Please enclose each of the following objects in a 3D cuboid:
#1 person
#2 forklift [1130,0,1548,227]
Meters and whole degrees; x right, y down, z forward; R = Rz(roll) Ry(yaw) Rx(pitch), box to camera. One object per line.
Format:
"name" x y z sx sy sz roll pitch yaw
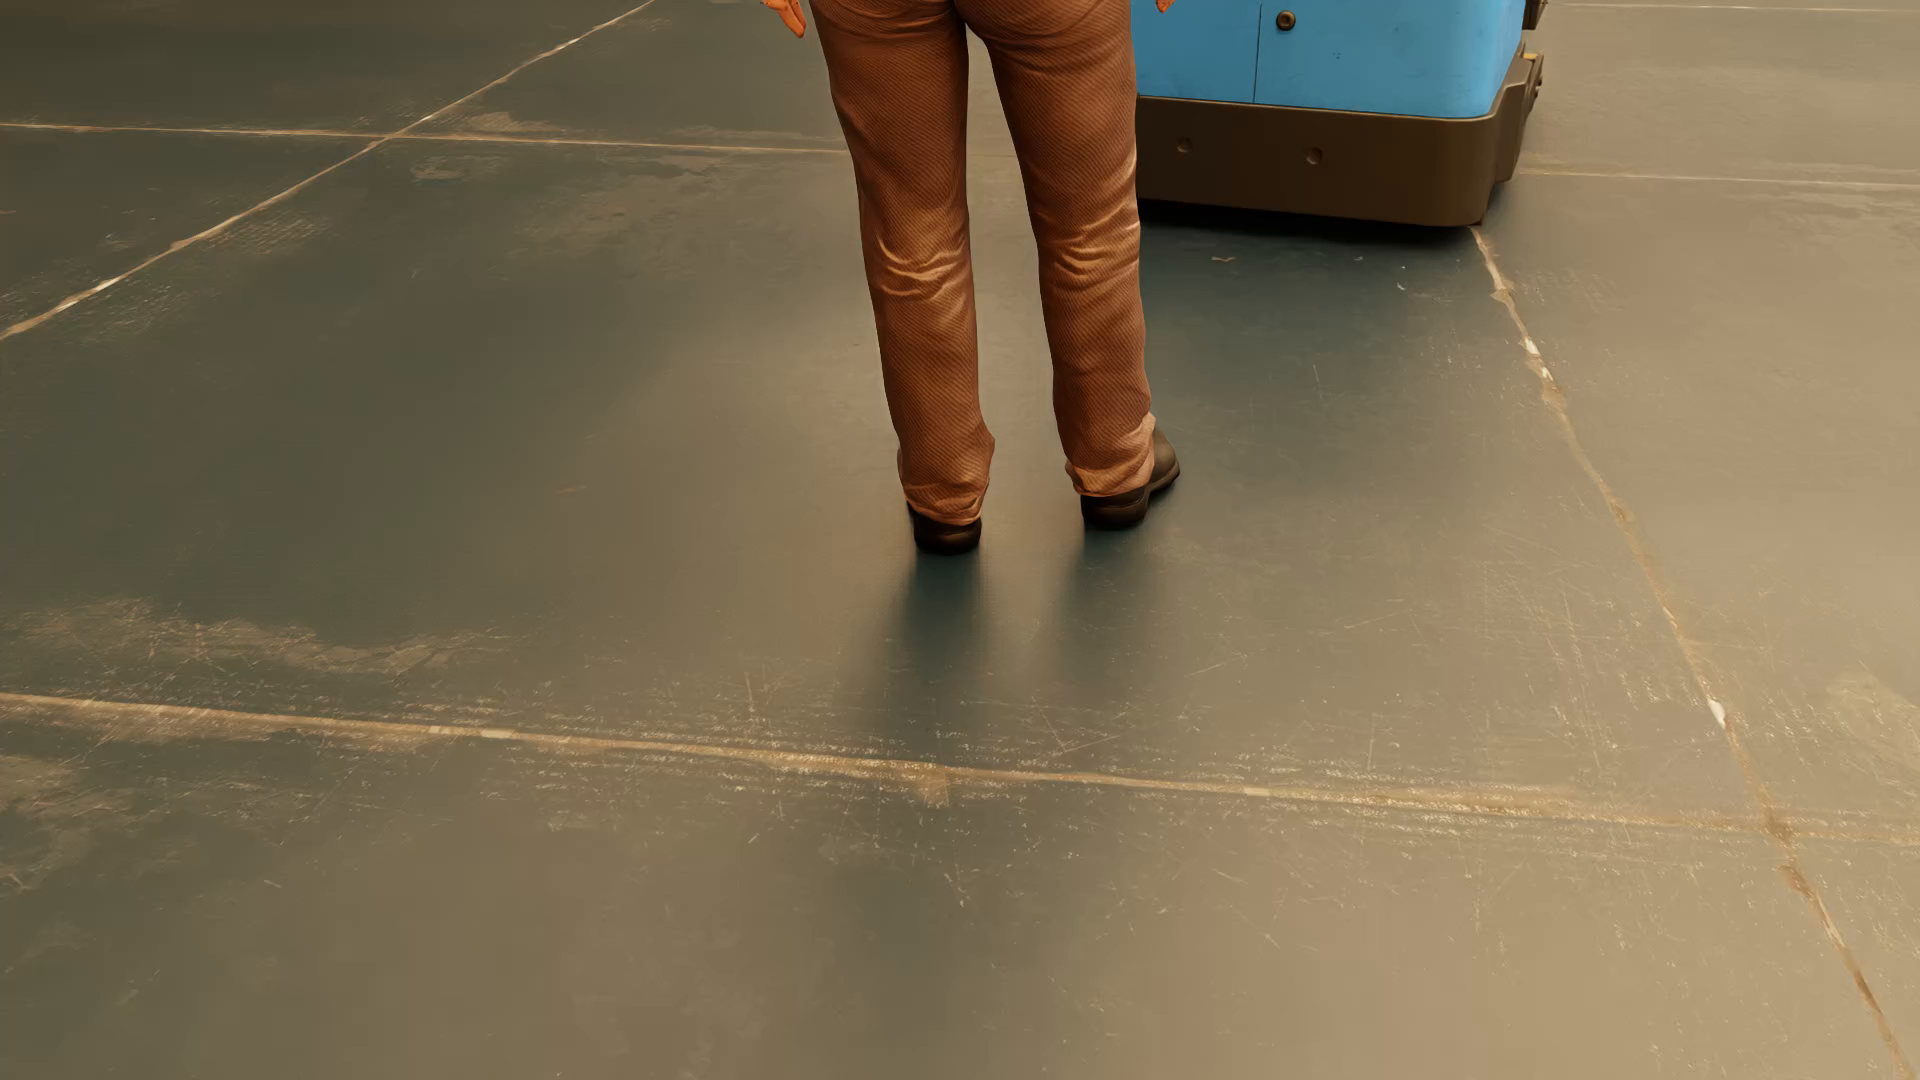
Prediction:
"person" 0.016 -0.804 2.168 0.633 1.722 0.566 3 27 7
"forklift" 1.201 -2.655 4.539 1.130 2.935 3.031 10 28 18
